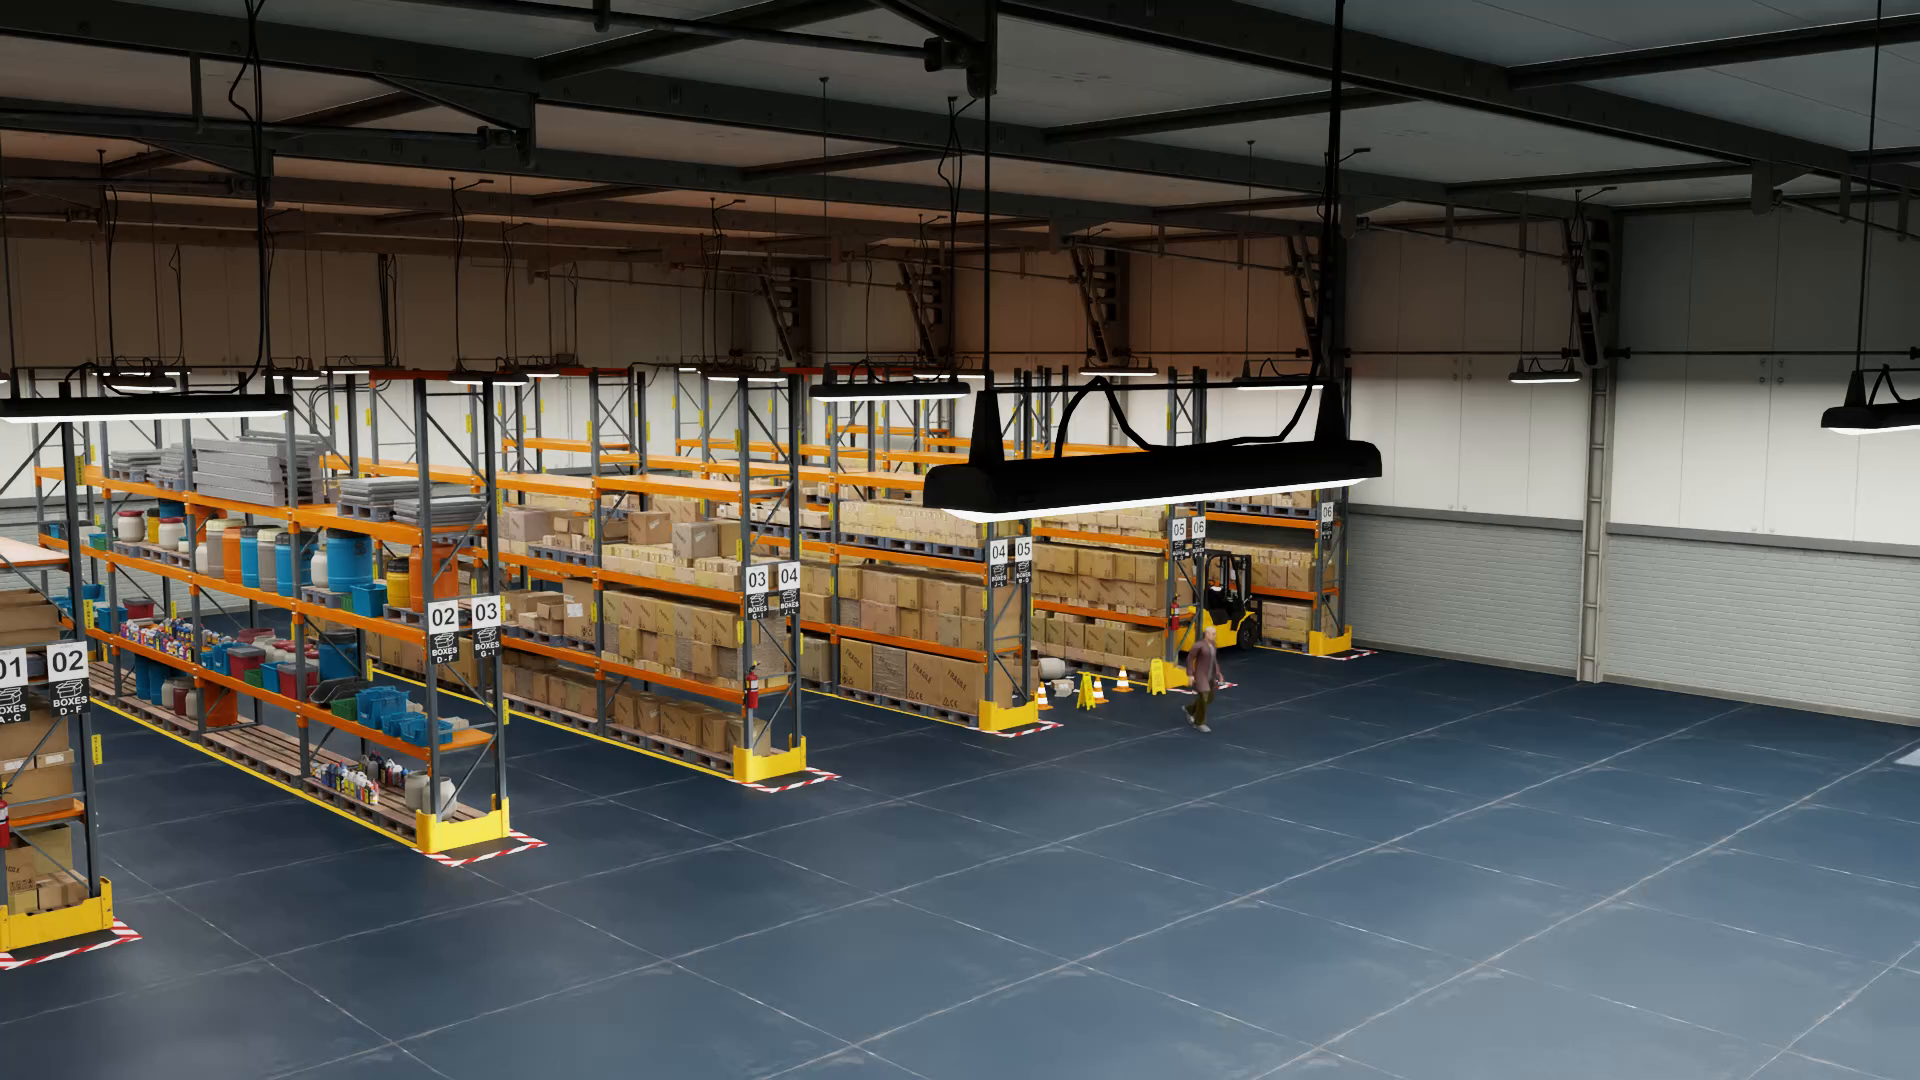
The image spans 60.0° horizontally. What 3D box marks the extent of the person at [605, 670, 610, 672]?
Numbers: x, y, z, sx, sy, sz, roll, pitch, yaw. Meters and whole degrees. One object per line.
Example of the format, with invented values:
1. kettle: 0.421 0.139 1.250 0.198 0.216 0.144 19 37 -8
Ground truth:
1. person: -7.111 1.735 33.198 0.568 1.745 0.636 6 9 43

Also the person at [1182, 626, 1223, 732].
1. person: 4.010 2.309 28.017 0.716 1.765 0.646 5 8 38
